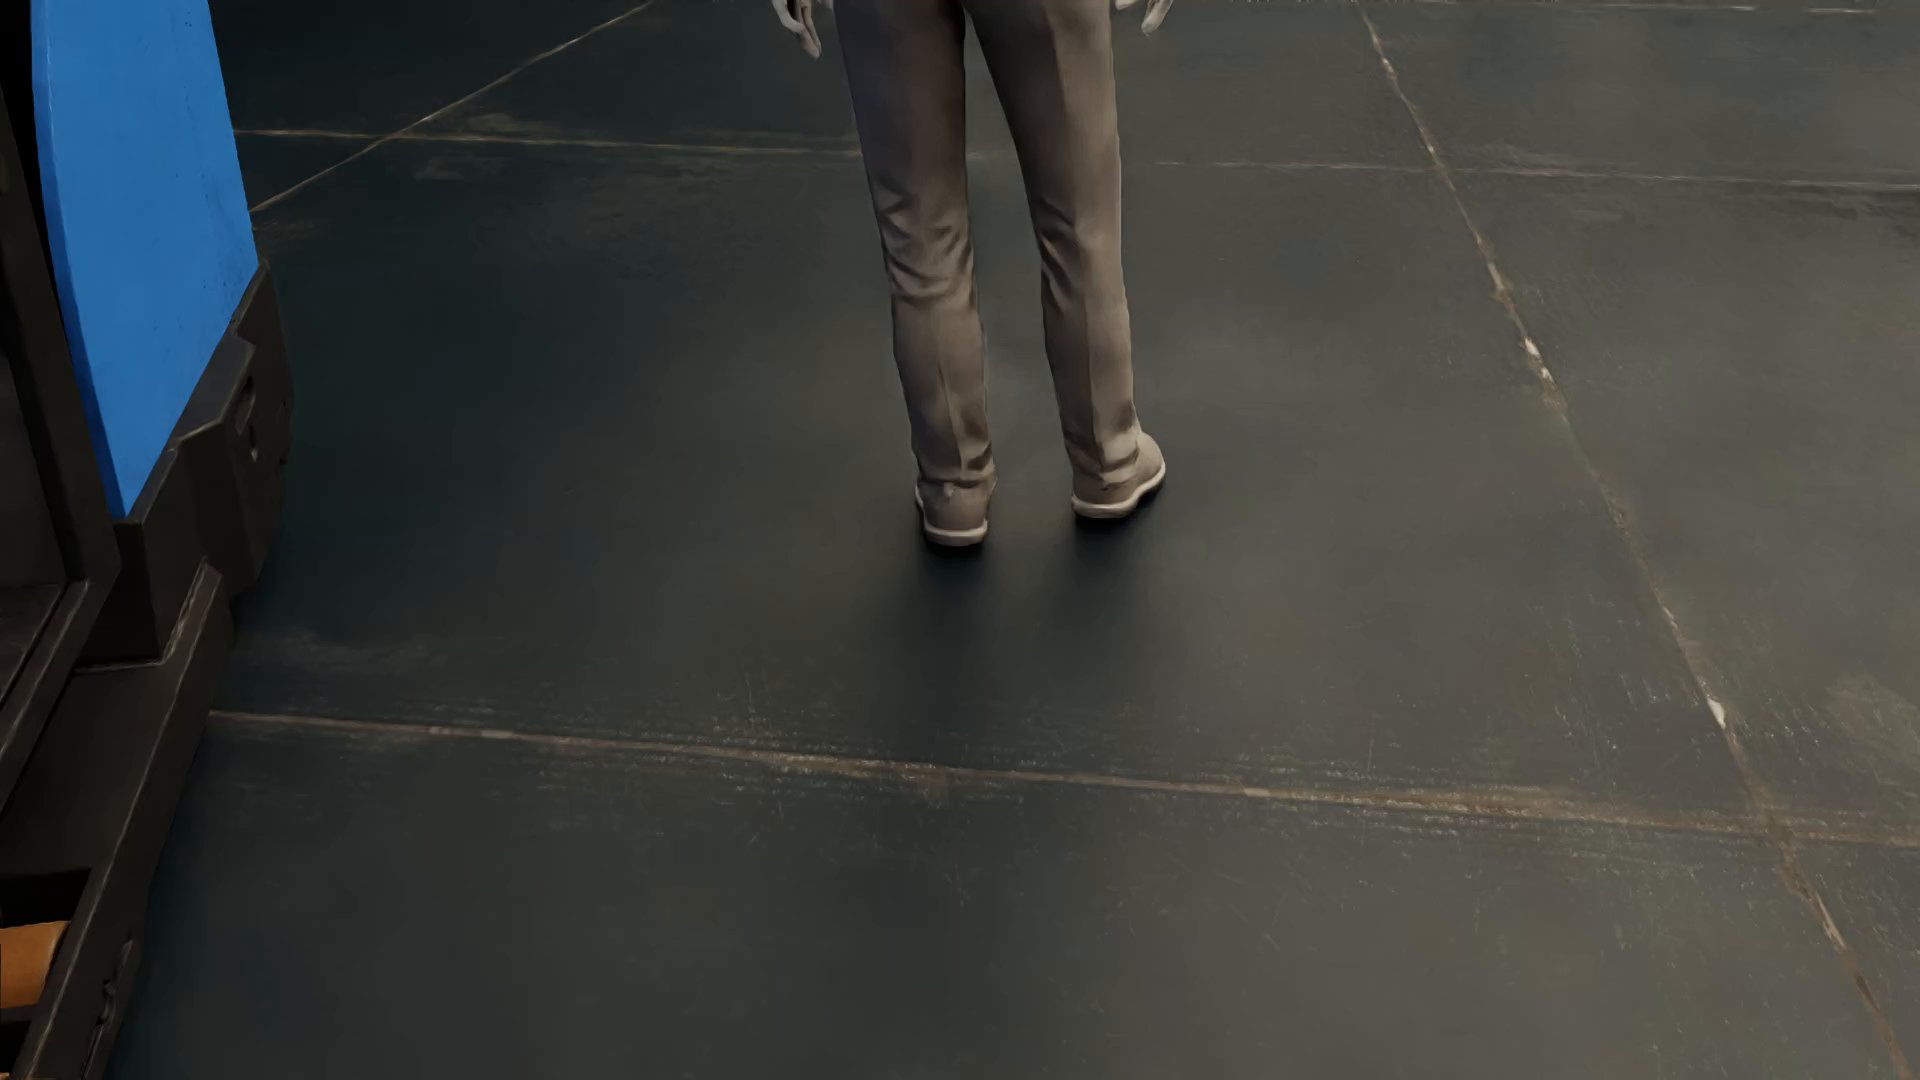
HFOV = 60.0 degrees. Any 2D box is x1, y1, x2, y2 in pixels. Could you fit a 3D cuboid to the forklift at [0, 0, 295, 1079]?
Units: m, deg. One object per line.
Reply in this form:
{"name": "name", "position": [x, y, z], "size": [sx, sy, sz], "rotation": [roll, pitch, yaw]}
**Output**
{"name": "forklift", "position": [-1.329, -0.810, 0.841], "size": [1.130, 2.935, 3.031], "rotation": [-6, 27, -11]}

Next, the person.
{"name": "person", "position": [0.016, -0.794, 2.178], "size": [0.586, 1.695, 0.532], "rotation": [3, 27, 7]}
